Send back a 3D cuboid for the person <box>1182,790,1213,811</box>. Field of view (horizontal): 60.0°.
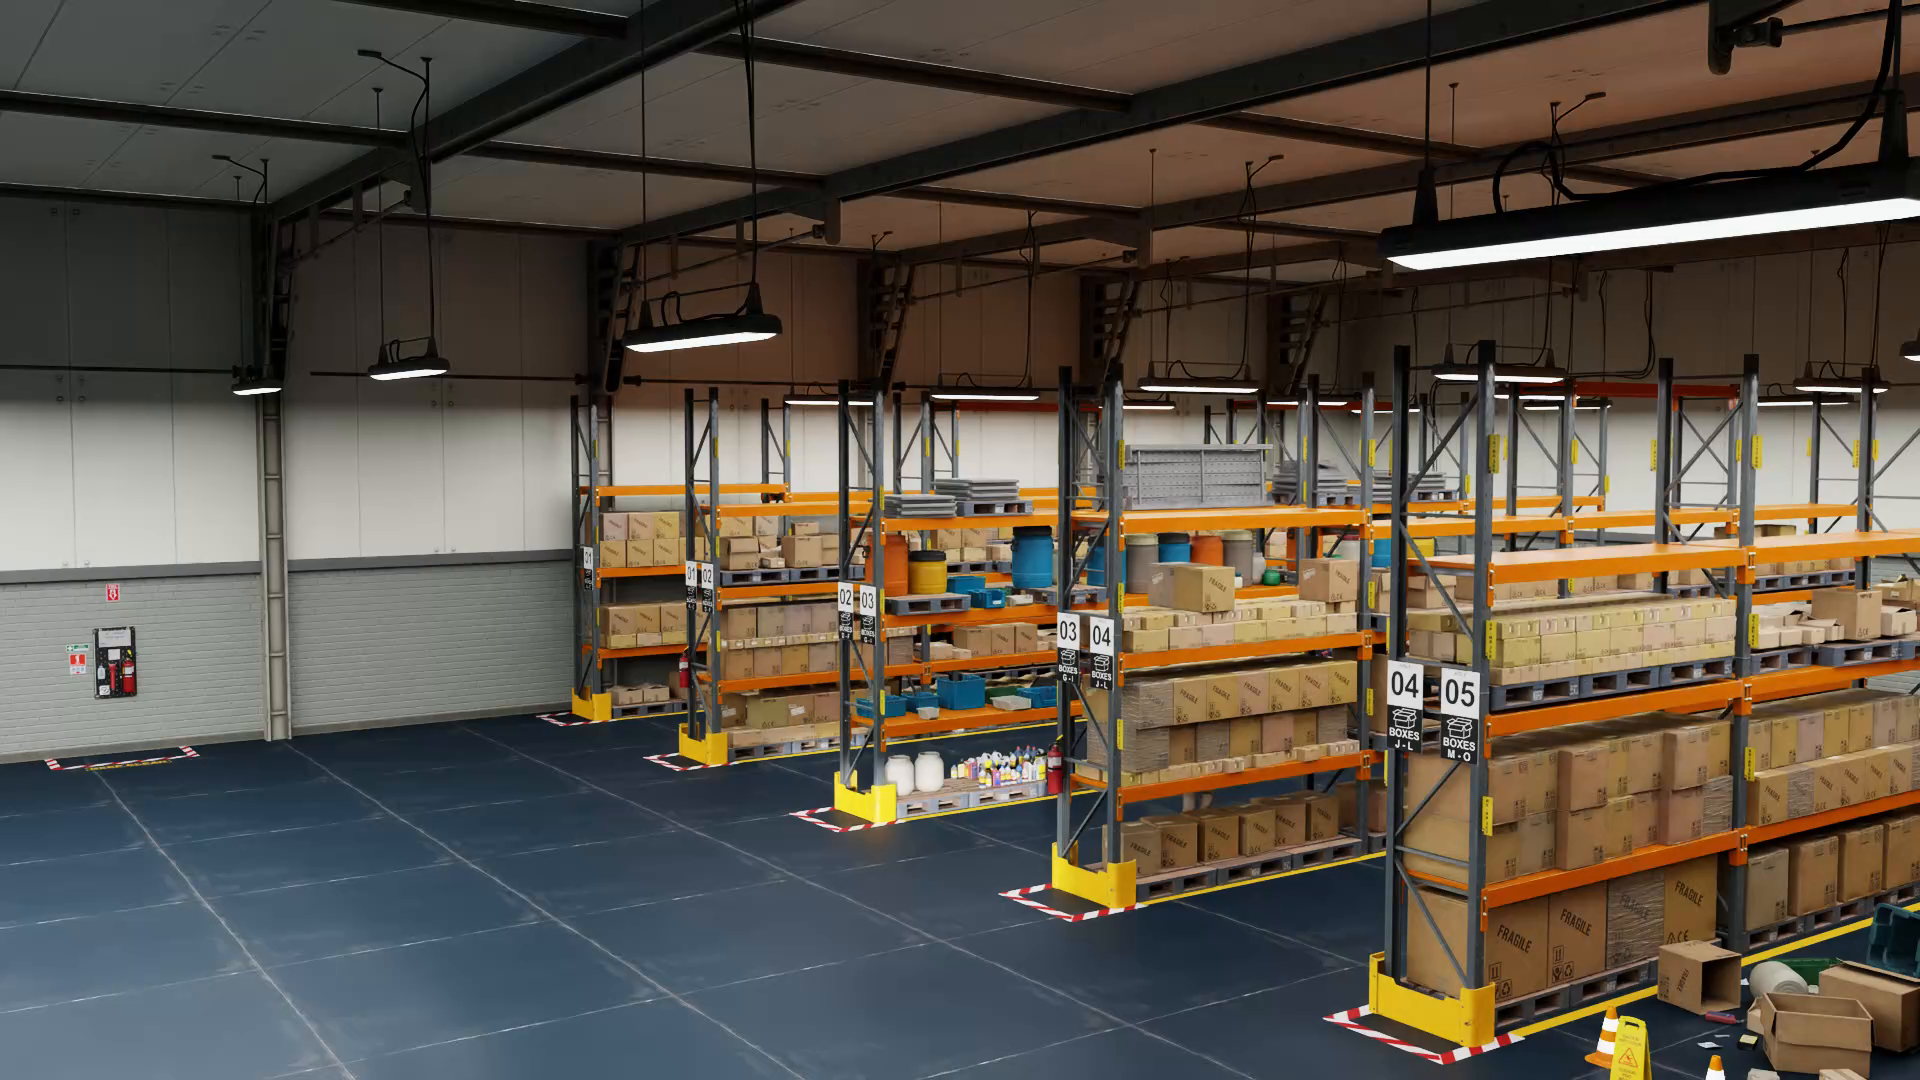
[{"bbox_3d":[3.094,3.060,21.720,0.662,1.798,0.544,1,4,19],"label":"person"}]
